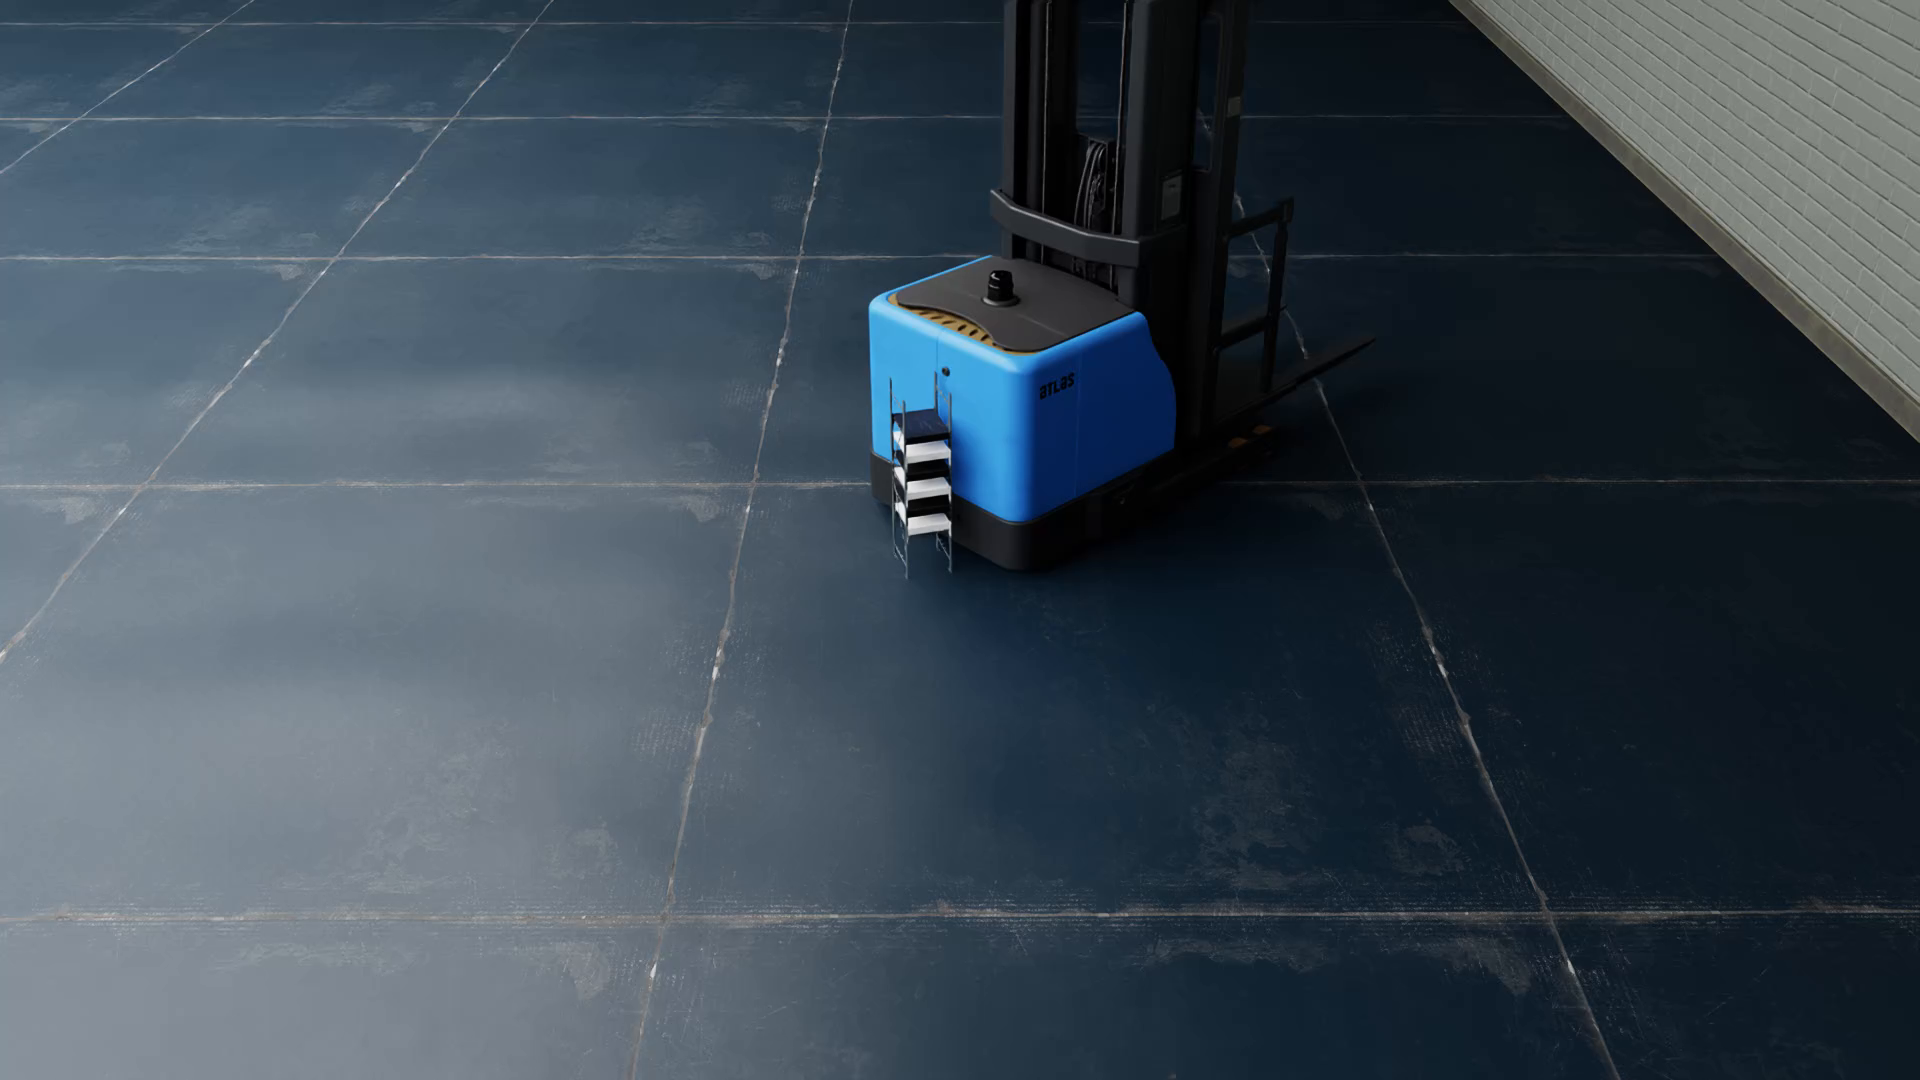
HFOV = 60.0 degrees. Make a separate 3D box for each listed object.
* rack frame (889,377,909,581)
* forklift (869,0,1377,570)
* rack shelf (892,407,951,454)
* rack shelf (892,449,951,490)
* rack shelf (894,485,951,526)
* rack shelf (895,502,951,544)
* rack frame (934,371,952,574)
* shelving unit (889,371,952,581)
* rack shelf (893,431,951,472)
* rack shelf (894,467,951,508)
[{"bbox_3d":[-0.268,-0.260,7.311,0.006,0.900,0.240,-9,32,-15],"label":"rack frame"},{"bbox_3d":[0.985,-1.774,7.848,3.031,2.935,1.130,-26,40,-36],"label":"forklift"},{"bbox_3d":[-0.171,-0.478,7.214,0.200,0.077,0.258,-9,32,-15],"label":"rack shelf"},{"bbox_3d":[-0.171,-0.324,7.308,0.200,0.077,0.258,-9,32,-15],"label":"rack shelf"},{"bbox_3d":[-0.171,-0.170,7.401,0.200,0.077,0.258,-9,32,-15],"label":"rack shelf"},{"bbox_3d":[-0.171,-0.094,7.448,0.200,0.077,0.258,-9,32,-15],"label":"rack shelf"},{"bbox_3d":[-0.074,-0.292,7.363,0.006,0.900,0.240,-9,32,-15],"label":"rack frame"},{"bbox_3d":[-0.171,-0.276,7.337,0.210,0.900,0.258,-9,32,-15],"label":"shelving unit"},{"bbox_3d":[-0.171,-0.401,7.261,0.200,0.077,0.258,-9,32,-15],"label":"rack shelf"},{"bbox_3d":[-0.171,-0.247,7.354,0.200,0.077,0.258,-9,32,-15],"label":"rack shelf"}]
